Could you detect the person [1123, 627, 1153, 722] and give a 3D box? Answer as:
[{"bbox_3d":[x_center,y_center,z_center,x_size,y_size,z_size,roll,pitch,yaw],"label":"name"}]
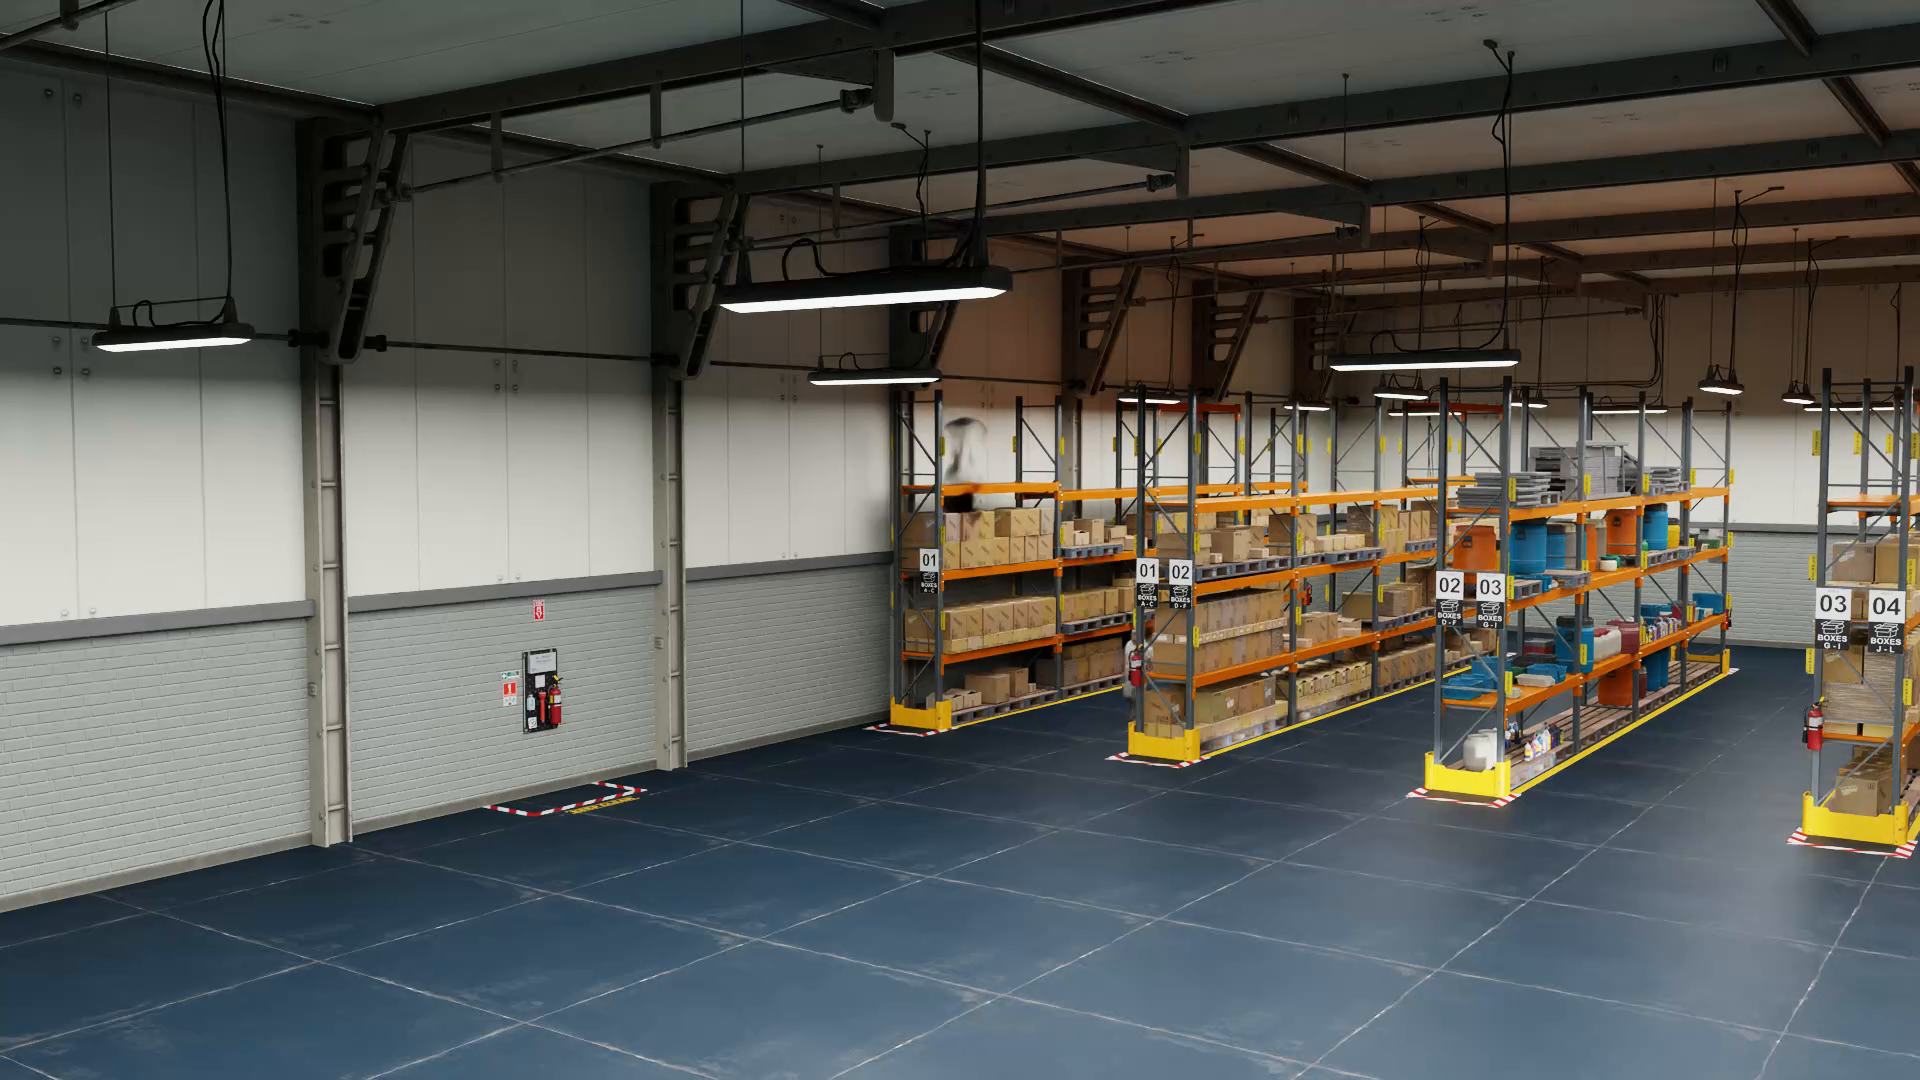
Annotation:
[{"bbox_3d":[3.182,2.436,30.108,0.644,1.745,0.609,2,4,33],"label":"person"}]
